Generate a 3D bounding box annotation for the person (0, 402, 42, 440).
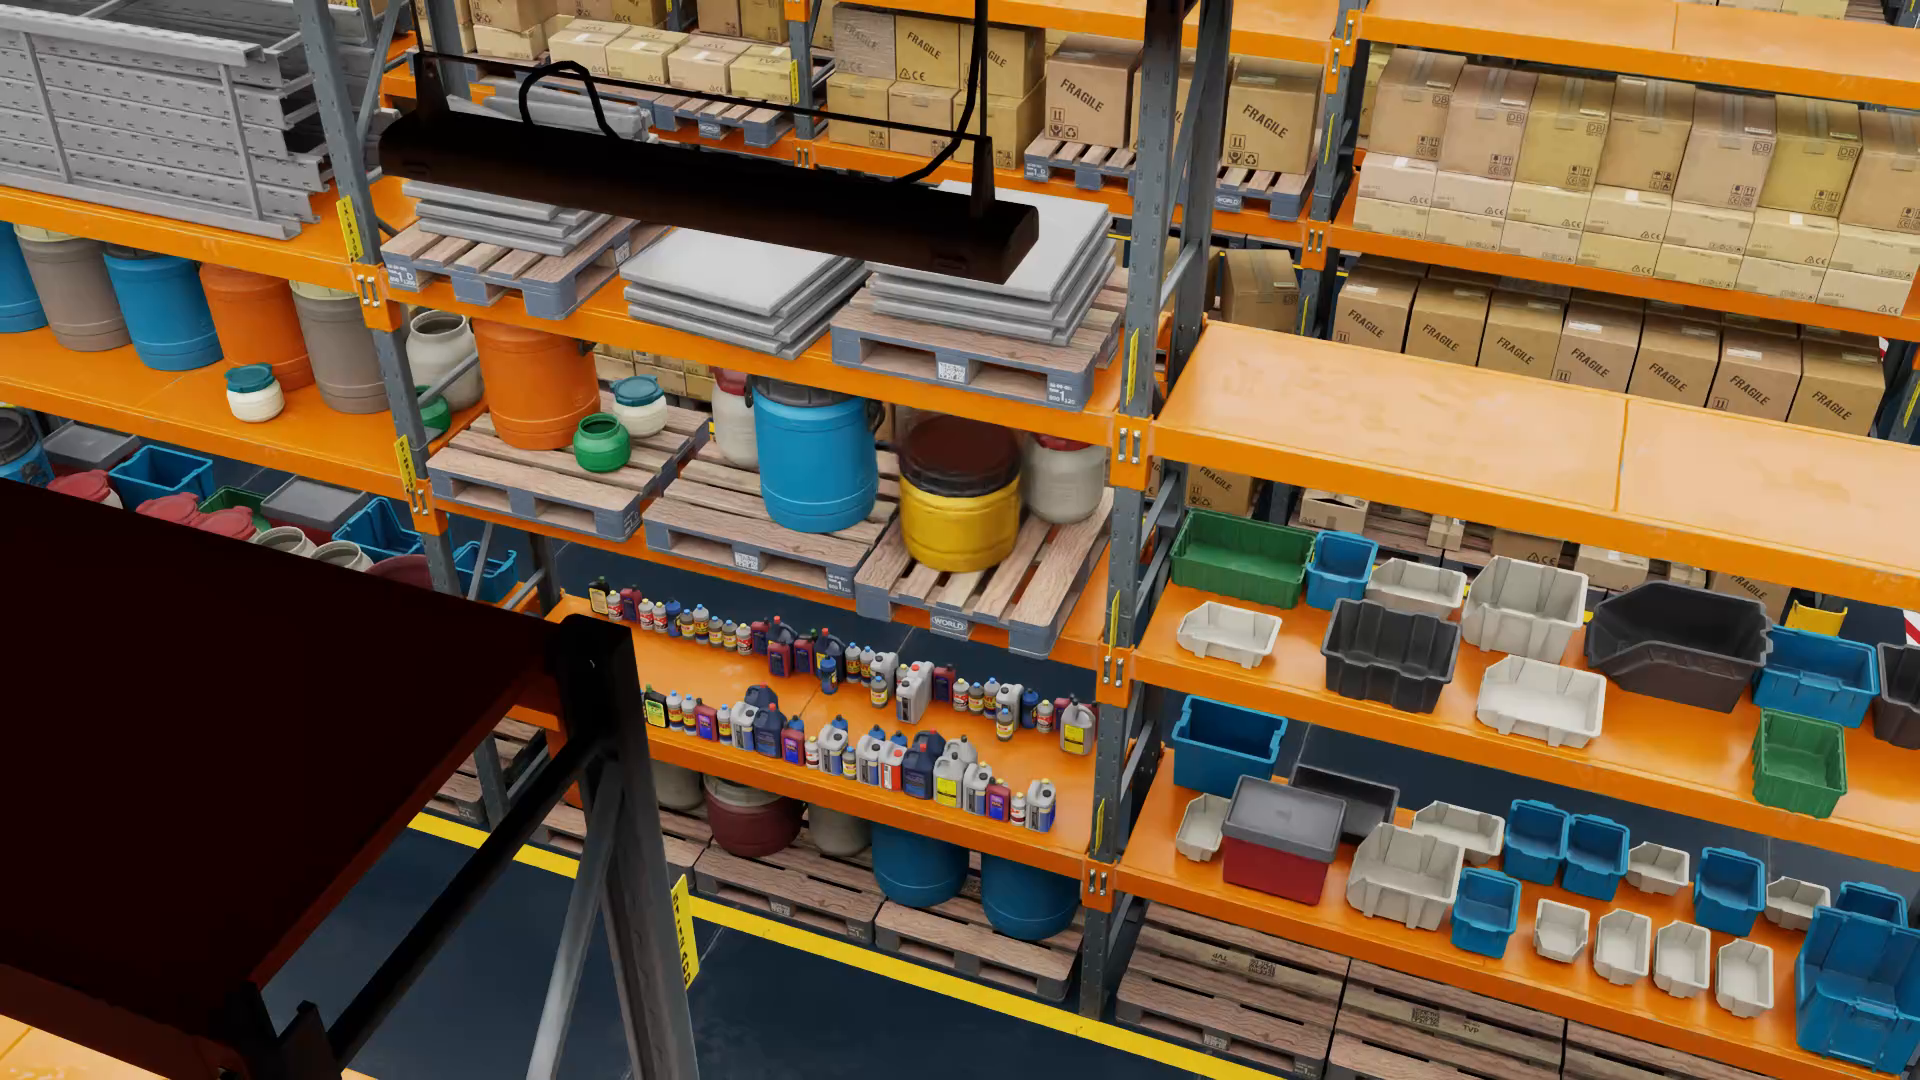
[{"bbox_3d":[-7.677,-1.171,13.484,0.620,1.695,0.627,2,37,3],"label":"person"}]
